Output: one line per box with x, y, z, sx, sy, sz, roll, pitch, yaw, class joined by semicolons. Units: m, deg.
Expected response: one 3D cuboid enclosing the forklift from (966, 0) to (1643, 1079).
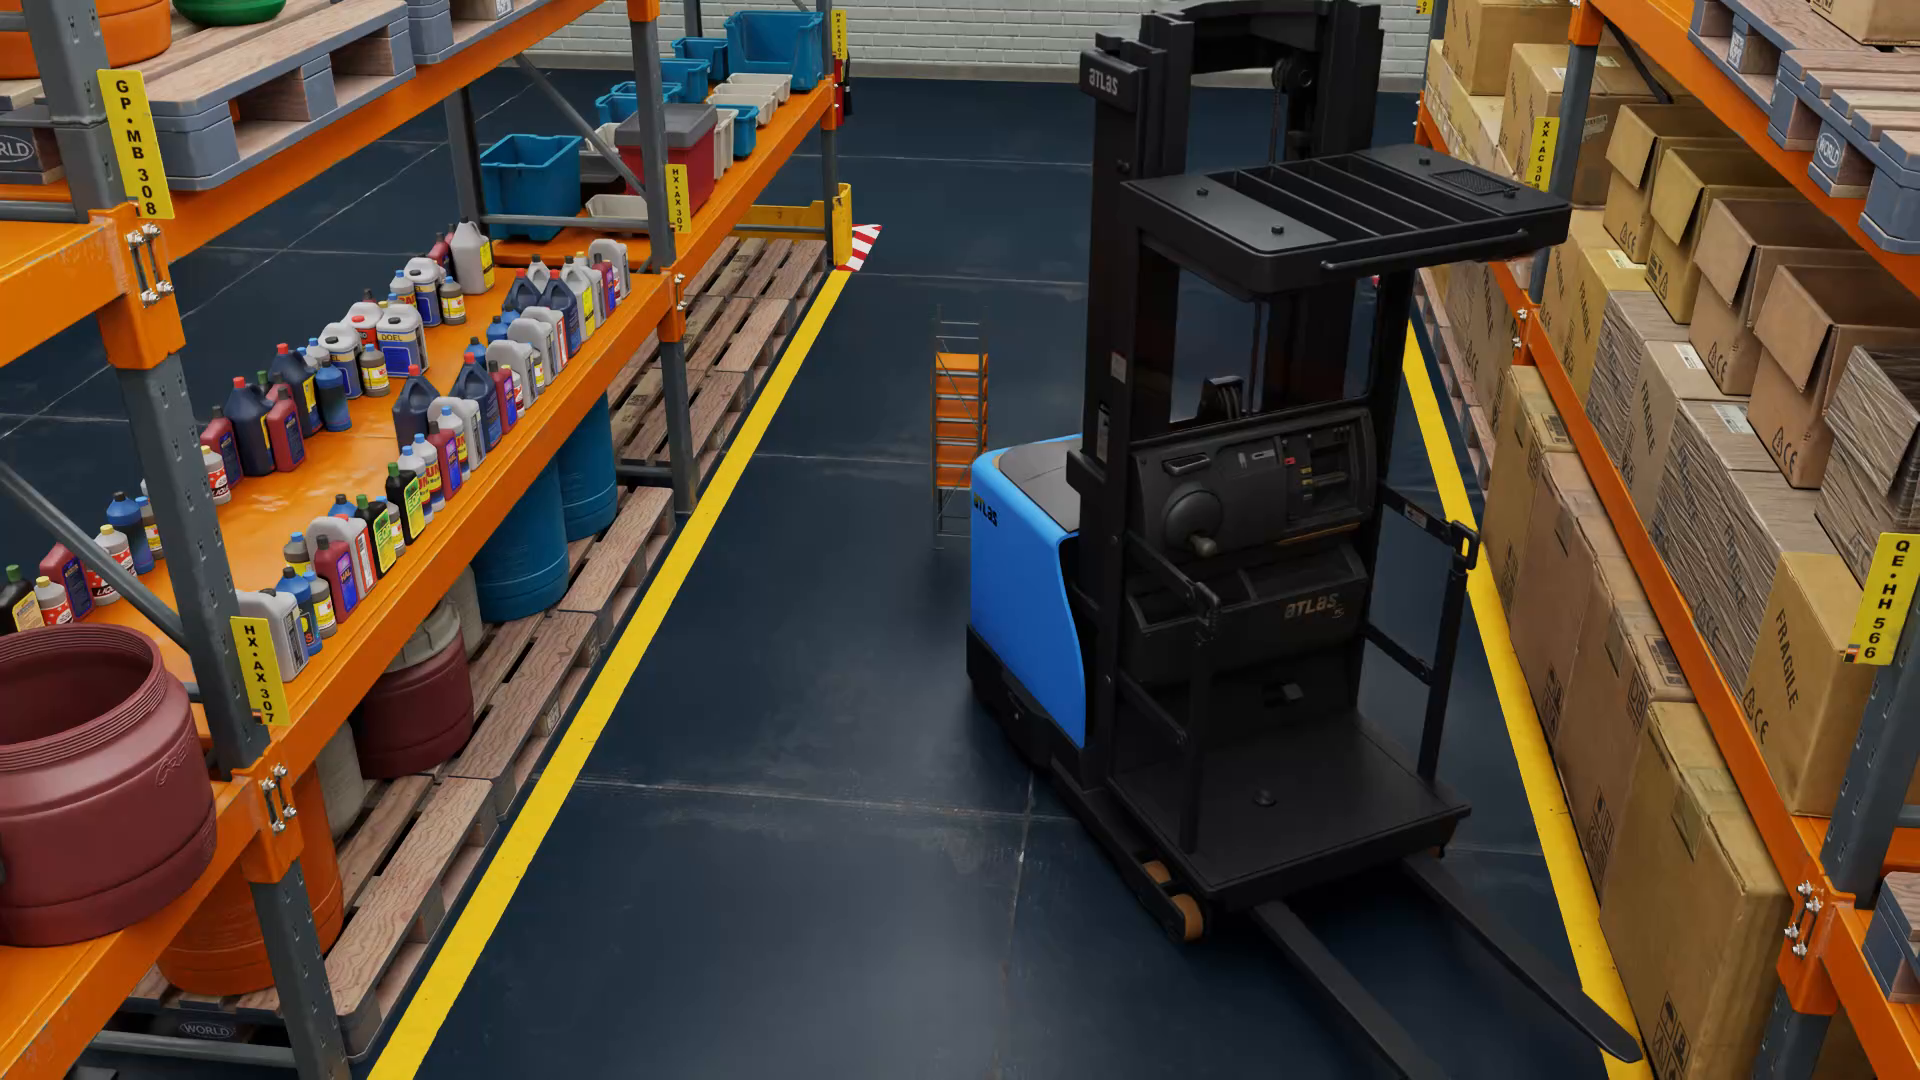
1.098;-0.148;5.434;1.130;2.935;3.031;-12;31;-21;forklift

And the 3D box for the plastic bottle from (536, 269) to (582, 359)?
-1.668;-0.938;6.881;0.144;0.351;0.185;3;28;6;plastic bottle

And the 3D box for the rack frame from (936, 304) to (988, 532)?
0.009;-0.564;8.033;0.240;1.200;0.006;3;28;6;rack frame

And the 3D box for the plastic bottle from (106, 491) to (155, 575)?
-2.637;-0.028;5.275;0.097;0.271;0.097;0;28;0;plastic bottle

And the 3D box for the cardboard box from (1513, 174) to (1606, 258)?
2.852;-1.499;7.714;0.500;0.250;0.500;3;28;5;cardboard box

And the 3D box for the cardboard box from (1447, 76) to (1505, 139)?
3.100;-2.467;9.511;0.500;0.250;0.500;2;28;4;cardboard box

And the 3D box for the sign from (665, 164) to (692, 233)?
-1.311;-1.588;7.743;0.100;0.325;0.005;3;28;6;sign

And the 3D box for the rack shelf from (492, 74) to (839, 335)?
-1.612;-2.124;9.788;1.077;0.370;4.000;3;28;6;rack shelf

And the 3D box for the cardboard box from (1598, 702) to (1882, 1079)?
2.674;1.099;4.845;1.225;0.875;0.875;2;28;4;cardboard box

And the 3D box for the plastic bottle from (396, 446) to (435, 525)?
-1.831;-0.186;5.569;0.097;0.271;0.097;0;28;0;plastic bottle

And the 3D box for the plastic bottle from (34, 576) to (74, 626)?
-2.689;0.203;4.920;0.097;0.201;0.097;0;28;0;plastic bottle

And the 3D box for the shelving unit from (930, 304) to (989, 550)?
-0.002;-0.521;7.953;0.258;1.200;0.189;3;28;6;shelving unit

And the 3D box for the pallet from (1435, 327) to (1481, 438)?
3.376;-0.913;9.721;1.003;0.211;1.213;3;28;6;pallet

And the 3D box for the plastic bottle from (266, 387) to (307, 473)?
-2.415;-0.396;5.946;0.061;0.283;0.133;3;28;6;plastic bottle

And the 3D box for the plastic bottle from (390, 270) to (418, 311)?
-2.378;-1.021;7.119;0.097;0.271;0.097;0;28;0;plastic bottle

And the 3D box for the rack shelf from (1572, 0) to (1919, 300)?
2.813;-1.273;5.047;1.077;0.370;4.000;3;28;6;rack shelf

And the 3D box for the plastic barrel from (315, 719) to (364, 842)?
-2.324;0.792;5.797;0.421;0.512;0.421;0;28;0;plastic barrel

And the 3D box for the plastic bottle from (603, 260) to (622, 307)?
-1.572;-1.151;7.433;0.097;0.201;0.097;0;28;0;plastic bottle

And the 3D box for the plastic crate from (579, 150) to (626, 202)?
-1.987;-1.947;8.927;0.437;0.125;0.590;3;28;6;plastic crate

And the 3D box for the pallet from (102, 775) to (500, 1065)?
-2.292;1.238;5.729;1.003;0.211;1.213;3;28;6;pallet

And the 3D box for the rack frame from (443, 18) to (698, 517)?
-1.857;-1.499;7.869;1.000;3.000;0.127;3;28;6;rack frame

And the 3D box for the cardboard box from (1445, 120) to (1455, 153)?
3.054;-2.352;9.717;0.380;0.149;0.250;3;28;5;cardboard box

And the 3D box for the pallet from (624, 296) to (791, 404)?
-1.658;-1.195;10.246;1.003;0.211;1.213;3;28;6;pallet

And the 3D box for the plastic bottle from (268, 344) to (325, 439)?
-2.481;-0.570;6.197;0.144;0.351;0.185;3;28;6;plastic bottle

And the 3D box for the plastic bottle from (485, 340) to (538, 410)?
-1.736;-0.658;6.440;0.152;0.276;0.135;3;28;6;plastic bottle

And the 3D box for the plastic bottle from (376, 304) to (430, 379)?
-2.254;-0.804;6.710;0.152;0.276;0.135;3;28;6;plastic bottle

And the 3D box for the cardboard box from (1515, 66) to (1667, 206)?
2.849;-1.838;7.553;0.500;0.500;0.500;4;29;8;cardboard box

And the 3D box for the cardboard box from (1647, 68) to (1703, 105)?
3.371;-1.817;7.513;0.500;0.500;0.500;3;28;6;cardboard box

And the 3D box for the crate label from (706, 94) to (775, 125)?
-1.347;-2.630;10.183;0.396;0.136;0.243;3;28;6;crate label

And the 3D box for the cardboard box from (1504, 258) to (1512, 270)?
2.802;-1.384;7.922;0.380;0.149;0.250;4;29;7;cardboard box

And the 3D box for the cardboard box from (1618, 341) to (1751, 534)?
2.574;-0.337;5.608;0.500;0.500;0.500;4;29;7;cardboard box

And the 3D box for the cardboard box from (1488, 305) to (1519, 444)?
3.219;-0.766;8.308;0.875;0.875;0.875;3;28;6;cardboard box

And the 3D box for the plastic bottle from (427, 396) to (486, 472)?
-1.803;-0.399;5.959;0.152;0.276;0.135;3;28;6;plastic bottle

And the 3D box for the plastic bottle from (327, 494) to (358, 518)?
-1.936;-0.019;5.257;0.097;0.271;0.097;0;28;0;plastic bottle

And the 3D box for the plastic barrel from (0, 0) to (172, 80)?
-2.275;-1.577;3.957;0.600;0.830;0.708;3;28;6;plastic barrel

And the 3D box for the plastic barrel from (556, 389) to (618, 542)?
-1.941;-0.505;7.794;0.600;0.901;0.708;3;28;6;plastic barrel

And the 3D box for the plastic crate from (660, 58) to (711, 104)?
-1.805;-2.927;10.634;0.416;0.233;0.300;3;28;6;plastic crate

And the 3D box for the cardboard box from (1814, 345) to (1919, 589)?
2.674;-0.157;4.216;0.797;0.503;0.637;4;29;8;cardboard box

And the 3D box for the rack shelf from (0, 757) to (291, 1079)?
-2.592;1.642;2.798;1.077;0.370;4.000;3;28;6;rack shelf

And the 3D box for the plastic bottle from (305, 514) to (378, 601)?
-1.917;0.036;5.151;0.152;0.276;0.135;3;28;6;plastic bottle

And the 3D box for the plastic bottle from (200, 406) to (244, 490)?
-2.581;-0.318;5.800;0.061;0.283;0.133;3;28;6;plastic bottle

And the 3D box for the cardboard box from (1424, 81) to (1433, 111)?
3.178;-2.835;10.615;0.380;0.149;0.250;4;29;7;cardboard box

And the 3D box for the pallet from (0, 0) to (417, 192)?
-2.156;-1.208;4.366;1.003;0.211;1.213;3;28;6;pallet

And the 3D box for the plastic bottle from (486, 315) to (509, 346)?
-1.834;-0.764;6.641;0.097;0.271;0.097;0;28;0;plastic bottle

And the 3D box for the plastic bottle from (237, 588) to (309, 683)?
-1.973;0.254;4.747;0.152;0.276;0.135;3;28;6;plastic bottle

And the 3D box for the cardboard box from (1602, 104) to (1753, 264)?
2.988;-1.395;6.515;0.797;0.503;0.637;3;28;5;cardboard box

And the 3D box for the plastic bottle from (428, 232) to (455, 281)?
-2.342;-1.237;7.506;0.061;0.283;0.133;3;28;6;plastic bottle

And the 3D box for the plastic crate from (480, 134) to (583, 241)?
-2.138;-1.758;8.304;0.392;0.384;0.575;3;28;6;plastic crate

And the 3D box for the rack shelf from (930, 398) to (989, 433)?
-0.002;-0.588;7.917;0.258;0.103;0.180;3;28;6;rack shelf
